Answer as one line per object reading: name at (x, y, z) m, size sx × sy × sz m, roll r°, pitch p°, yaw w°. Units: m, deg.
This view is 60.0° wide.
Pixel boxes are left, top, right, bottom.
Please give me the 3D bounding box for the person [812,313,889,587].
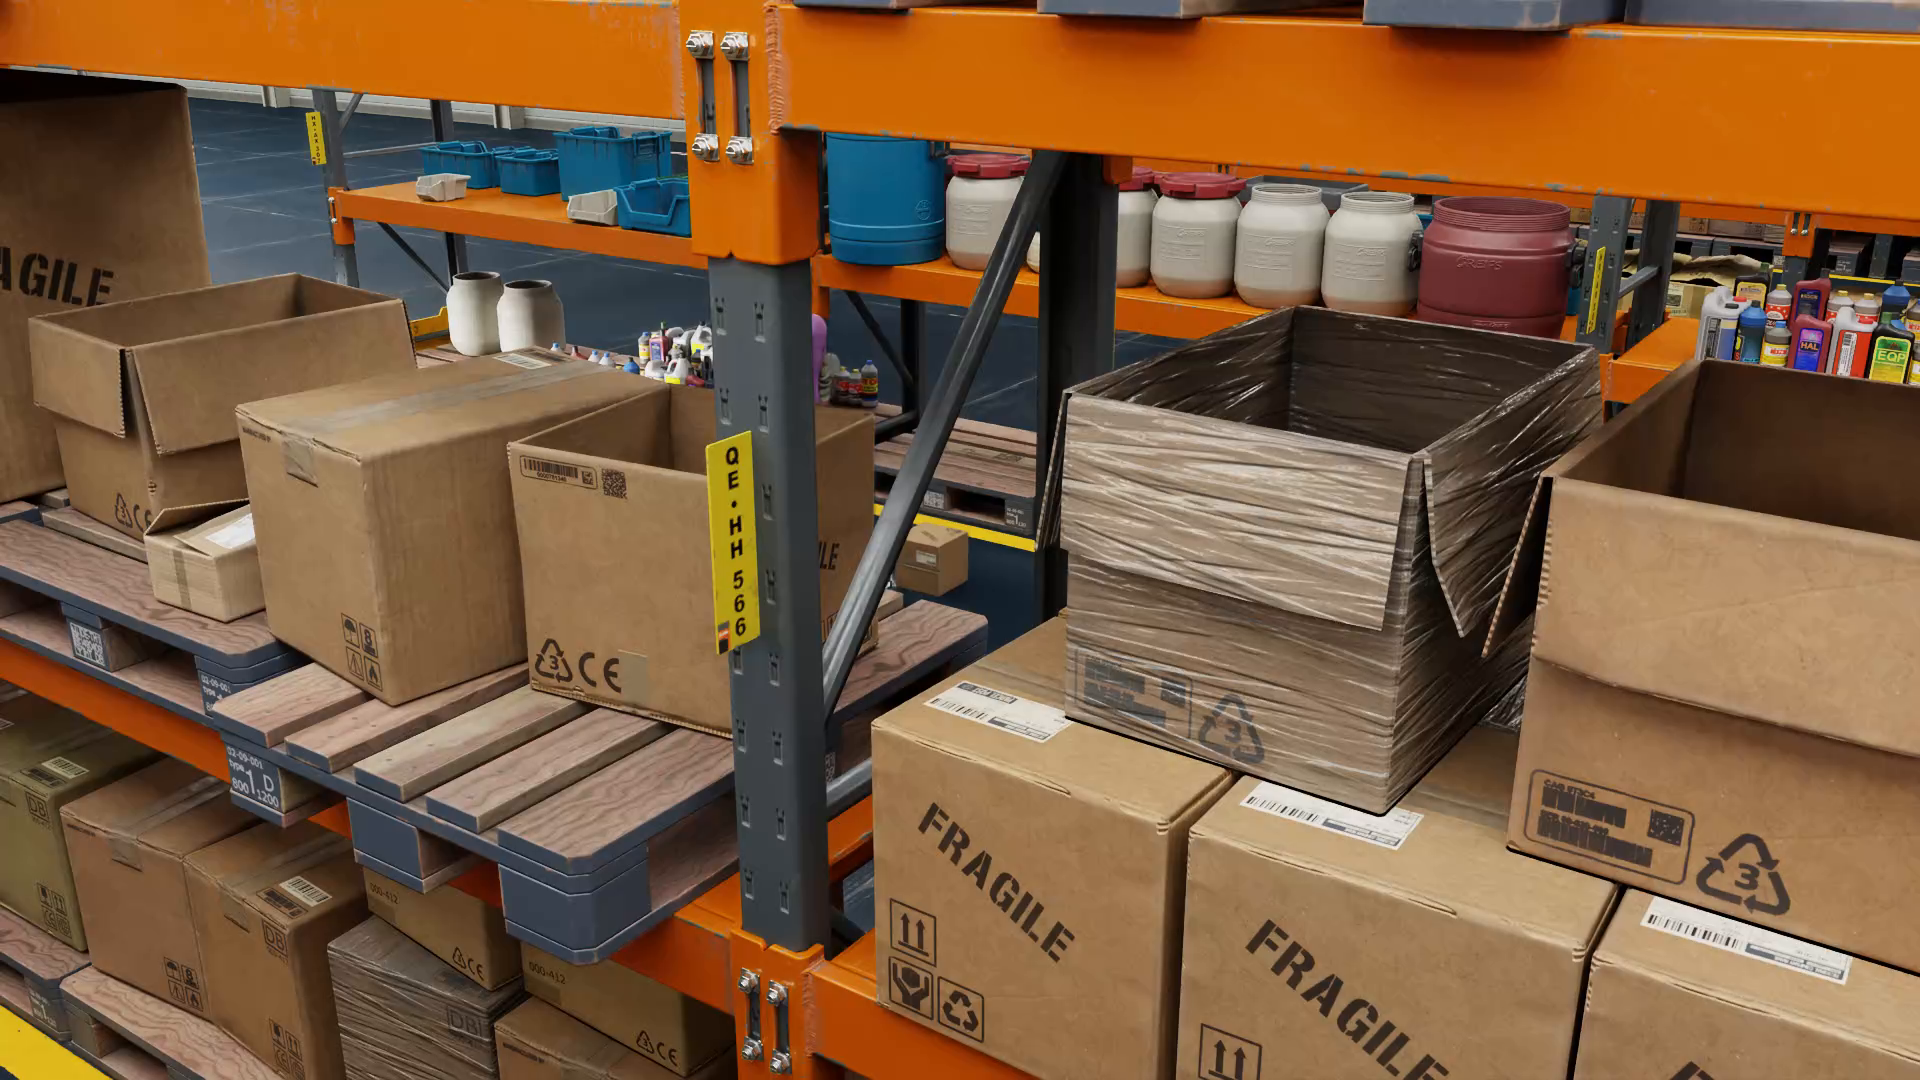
person at (-0.609, -0.426, 7.231) m, size 0.471 × 1.588 × 0.584 m, roll 13°, pitch 24°, yaw 31°
